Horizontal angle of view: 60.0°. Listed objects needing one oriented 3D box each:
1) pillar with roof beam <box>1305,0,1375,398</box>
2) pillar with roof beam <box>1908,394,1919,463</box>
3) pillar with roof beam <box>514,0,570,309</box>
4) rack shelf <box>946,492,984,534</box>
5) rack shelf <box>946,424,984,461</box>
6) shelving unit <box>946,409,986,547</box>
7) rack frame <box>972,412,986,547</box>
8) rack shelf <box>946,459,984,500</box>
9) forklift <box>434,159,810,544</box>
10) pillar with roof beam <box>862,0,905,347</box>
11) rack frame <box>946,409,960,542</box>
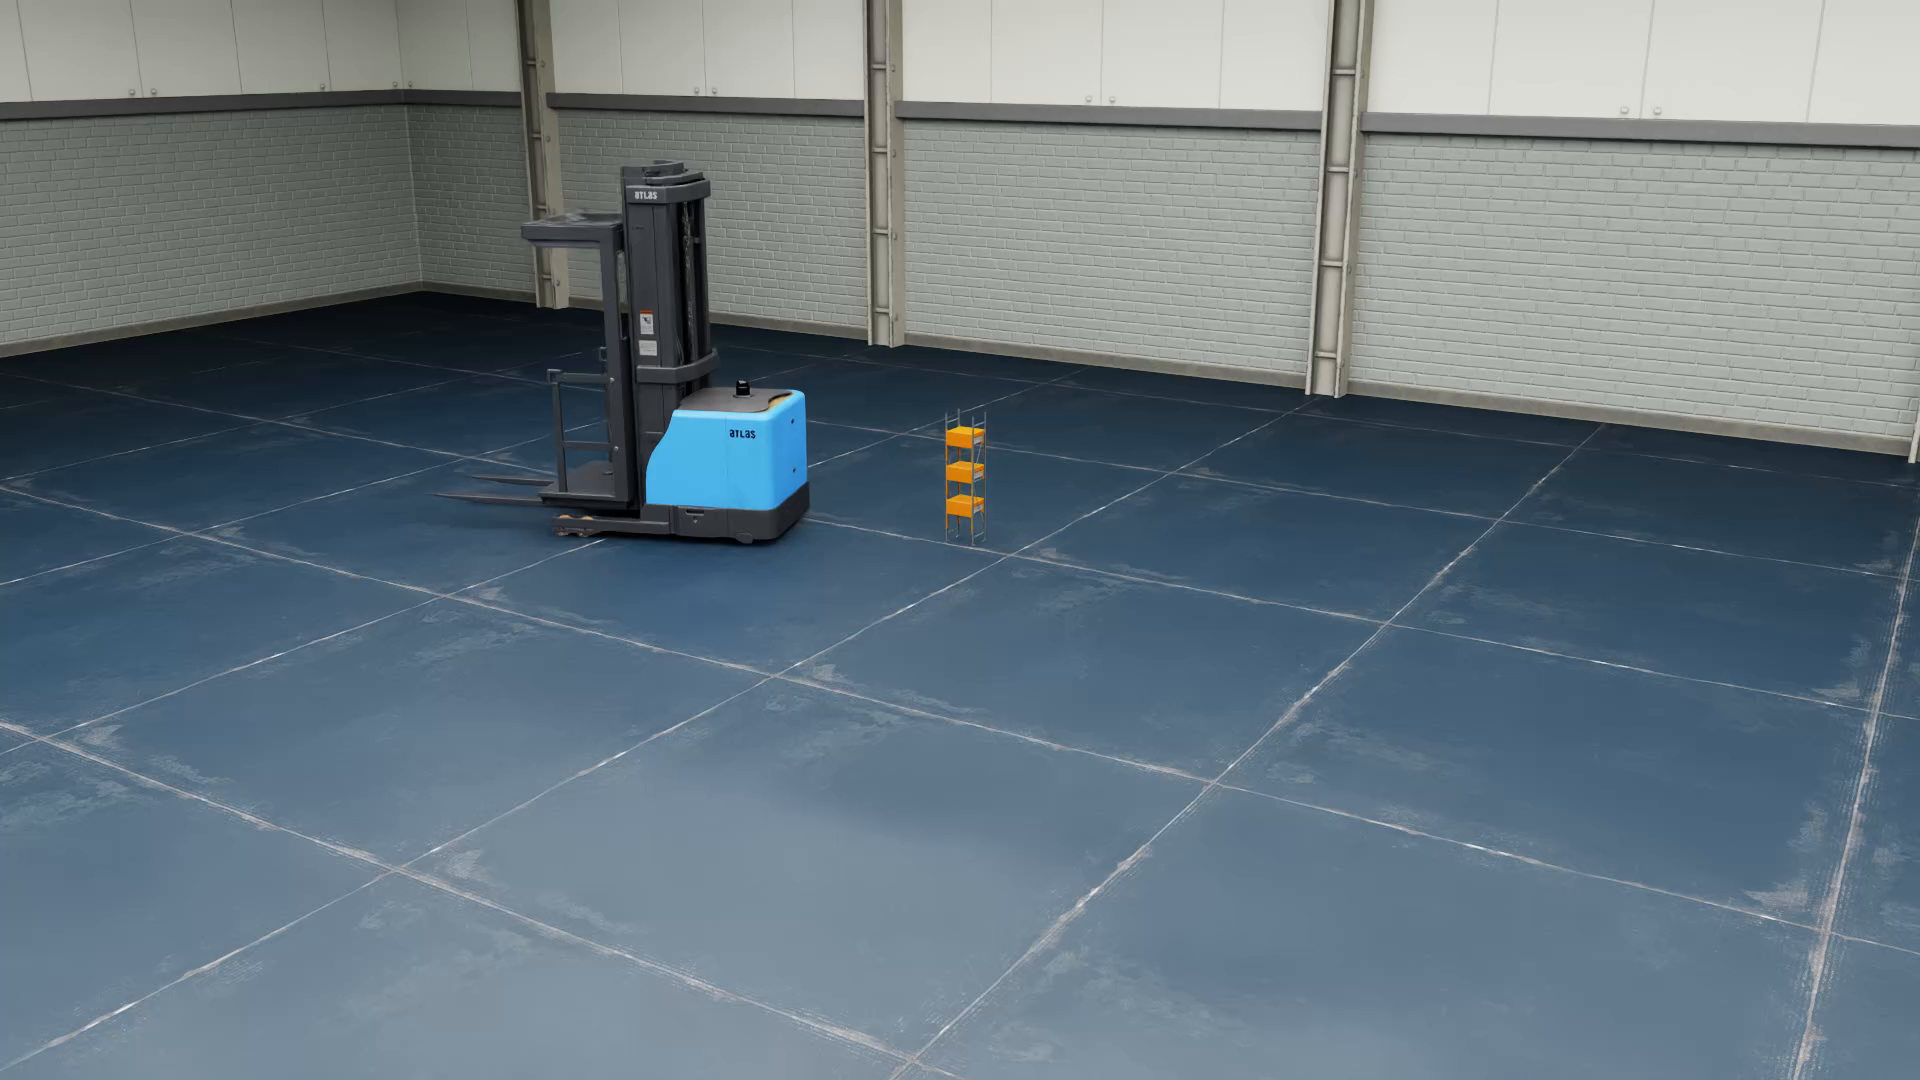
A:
[{"bbox_3d":[1.898,-4.898,14.024,0.400,9.000,9.100,10,20,30],"label":"pillar with roof beam"},{"bbox_3d":[7.011,-3.986,11.019,0.400,9.000,9.100,10,20,30],"label":"pillar with roof beam"},{"bbox_3d":[-8.327,-6.724,20.033,0.400,9.000,9.100,10,20,30],"label":"pillar with roof beam"},{"bbox_3d":[0.046,-0.218,13.286,0.240,0.259,0.215,10,20,30],"label":"rack shelf"},{"bbox_3d":[0.046,-0.756,13.122,0.240,0.259,0.215,10,20,30],"label":"rack shelf"},{"bbox_3d":[0.046,-0.494,13.202,0.252,1.050,0.215,10,20,30],"label":"shelving unit"},{"bbox_3d":[0.150,-0.476,13.141,0.008,1.050,0.200,10,20,30],"label":"rack frame"},{"bbox_3d":[0.046,-0.484,13.205,0.240,0.259,0.215,10,20,30],"label":"rack shelf"},{"bbox_3d":[-2.839,-1.571,13.509,3.031,2.935,1.130,4,17,11],"label":"forklift"},{"bbox_3d":[-3.215,-5.811,17.028,0.400,9.000,9.100,10,20,30],"label":"pillar with roof beam"},{"bbox_3d":[-0.058,-0.513,13.263,0.008,1.050,0.200,10,20,30],"label":"rack frame"}]
